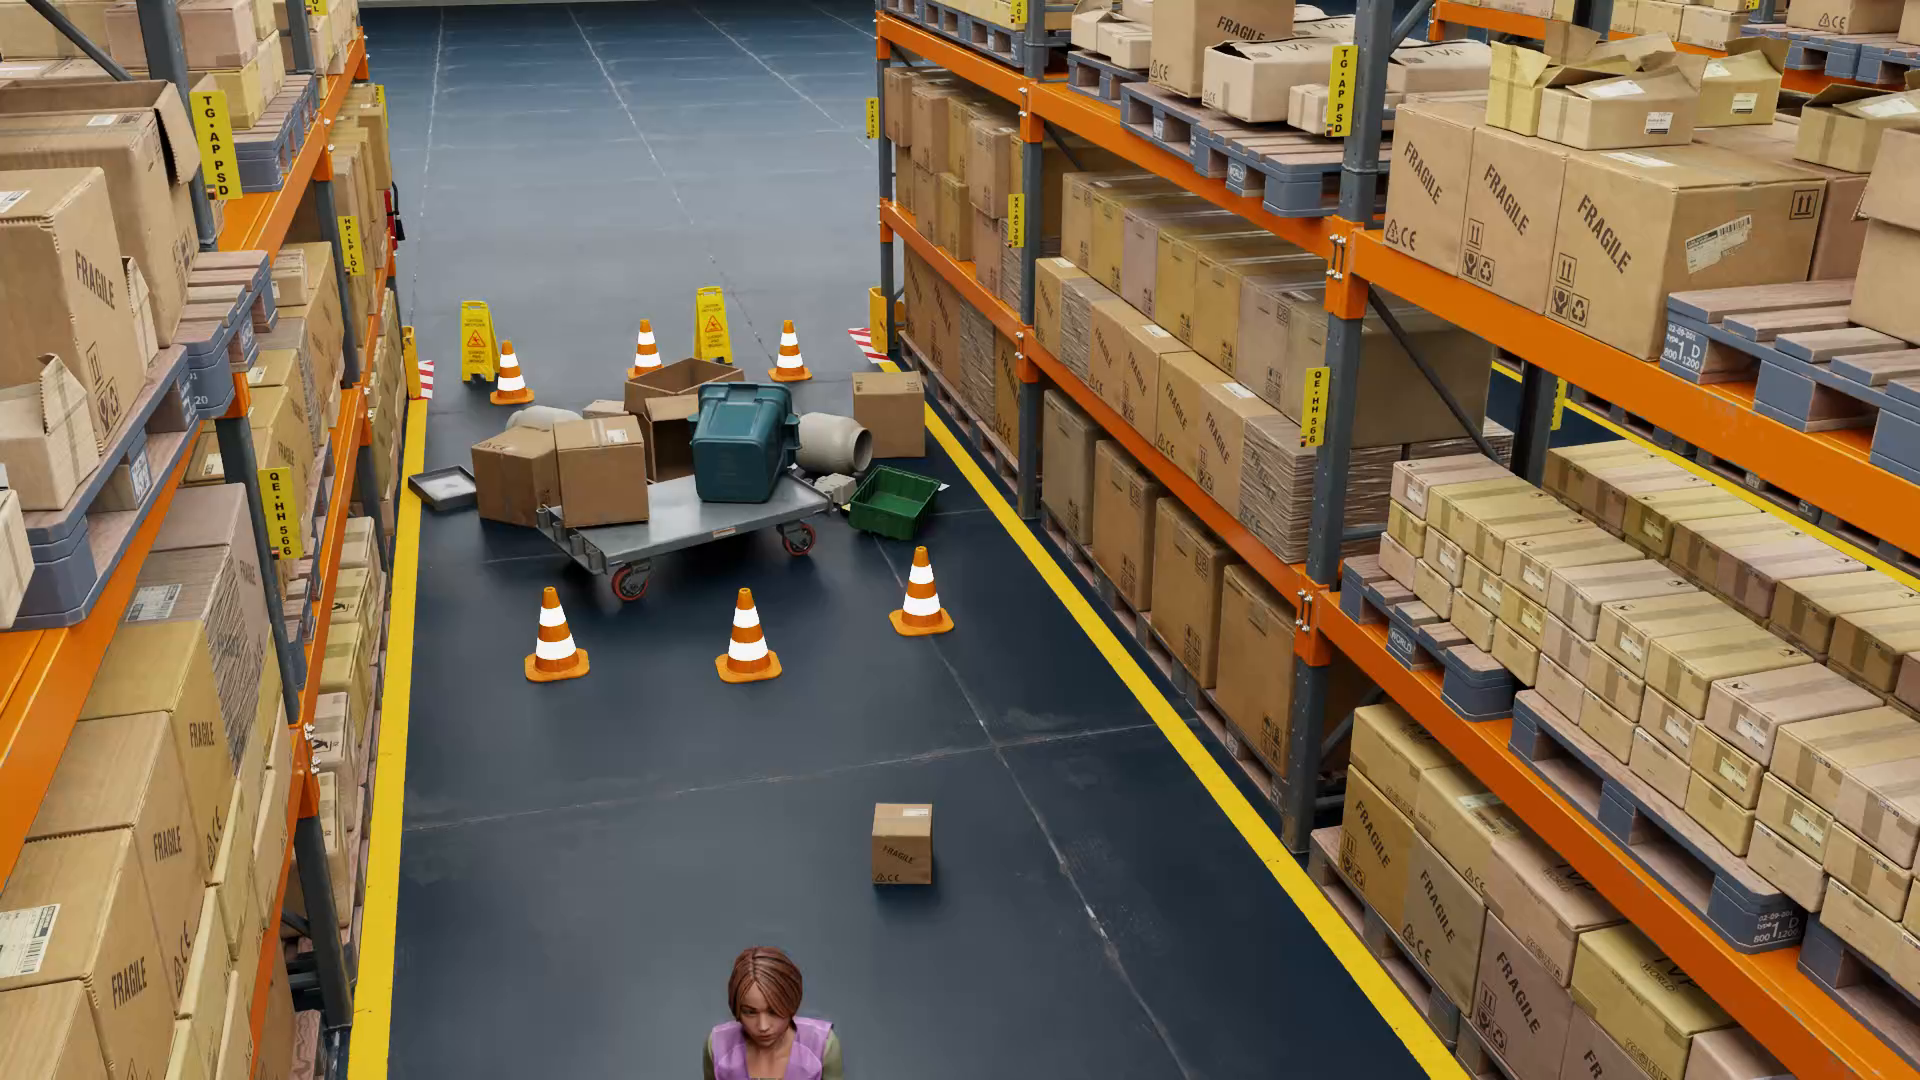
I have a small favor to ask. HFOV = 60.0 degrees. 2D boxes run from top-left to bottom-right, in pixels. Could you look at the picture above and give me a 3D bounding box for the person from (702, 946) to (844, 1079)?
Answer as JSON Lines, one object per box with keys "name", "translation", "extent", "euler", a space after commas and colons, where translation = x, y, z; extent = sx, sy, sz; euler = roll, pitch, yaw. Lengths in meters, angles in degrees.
{"name": "person", "translation": [-0.476, 1.755, 4.487], "extent": [0.413, 1.582, 0.606], "euler": [0, 23, -1]}
